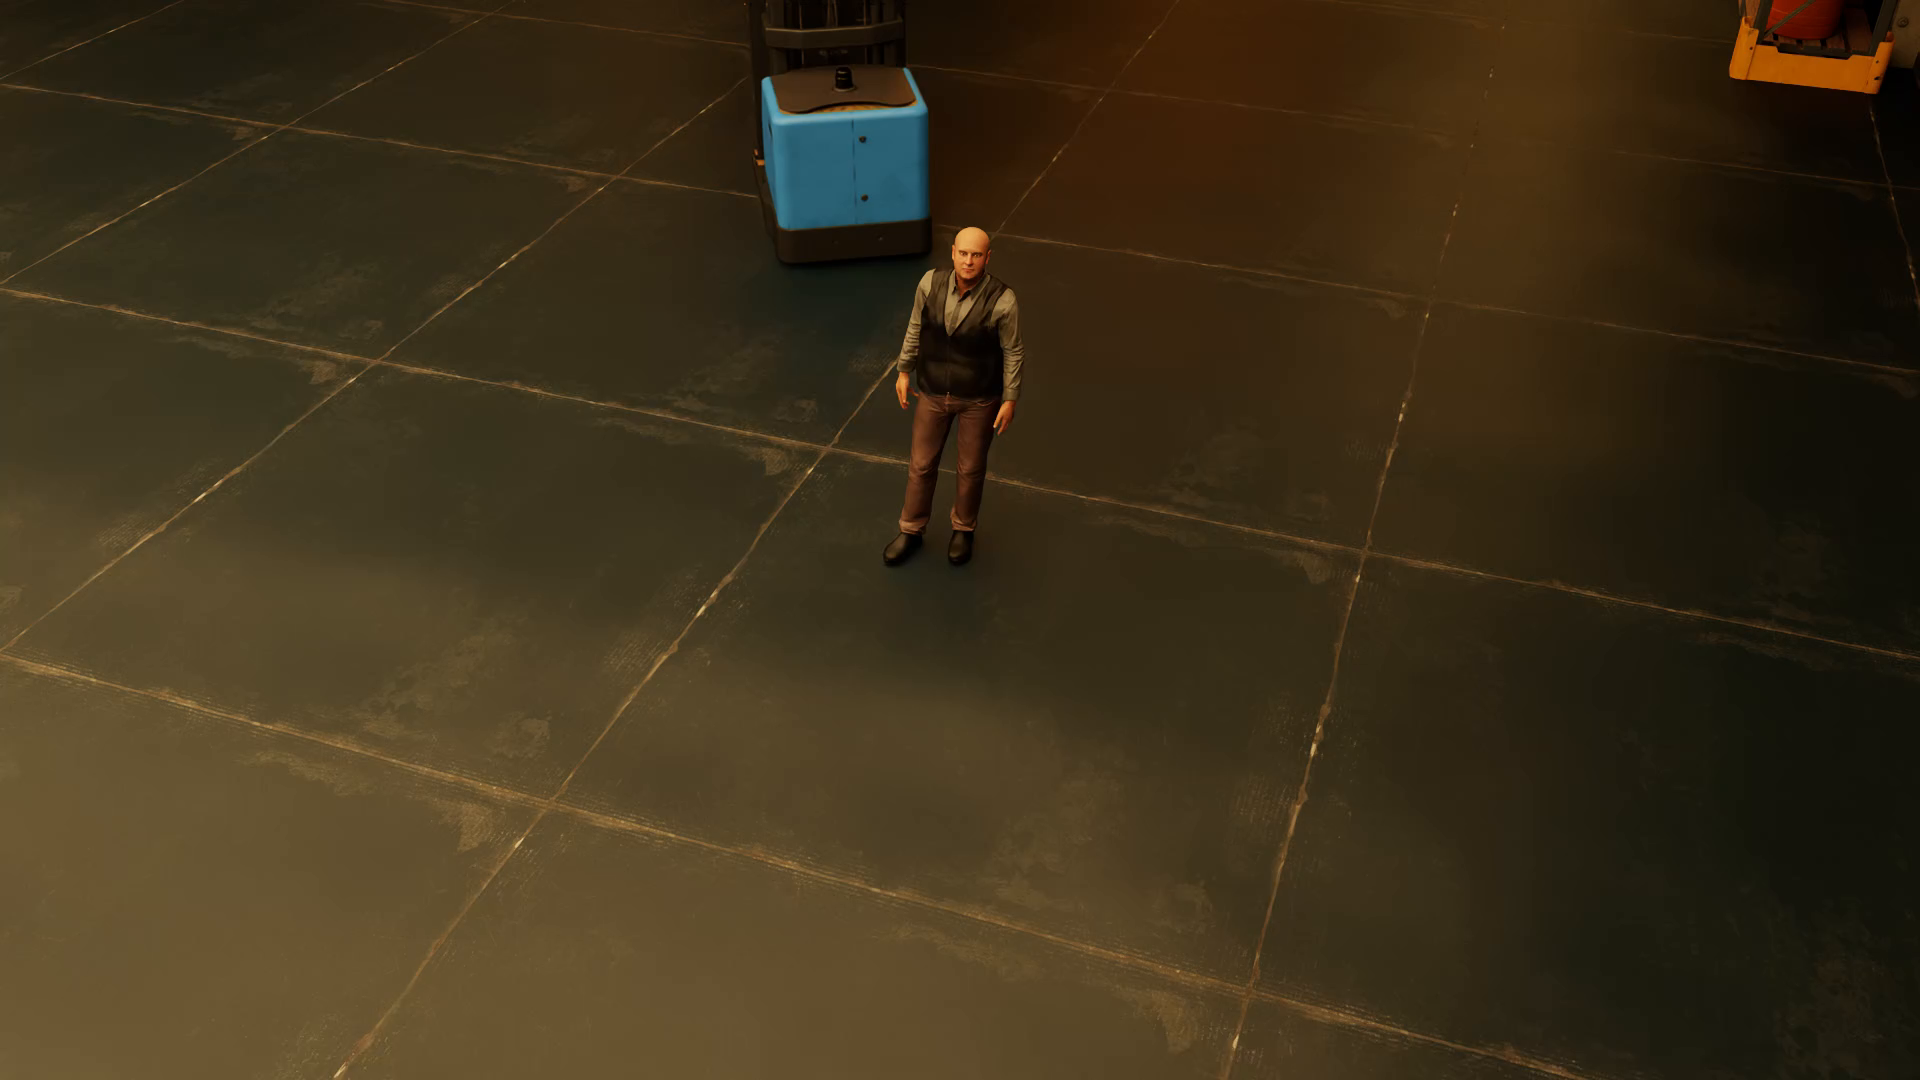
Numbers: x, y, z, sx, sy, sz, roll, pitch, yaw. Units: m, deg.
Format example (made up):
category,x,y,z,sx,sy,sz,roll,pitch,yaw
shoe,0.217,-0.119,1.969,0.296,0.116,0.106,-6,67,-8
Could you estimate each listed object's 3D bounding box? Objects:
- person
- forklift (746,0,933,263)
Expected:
category,x,y,z,sx,sy,sz,roll,pitch,yaw
person,-0.028,-0.676,8.098,0.632,1.720,0.568,12,37,16
forklift,-0.969,-3.895,11.605,1.130,2.935,3.031,-6,36,-9
